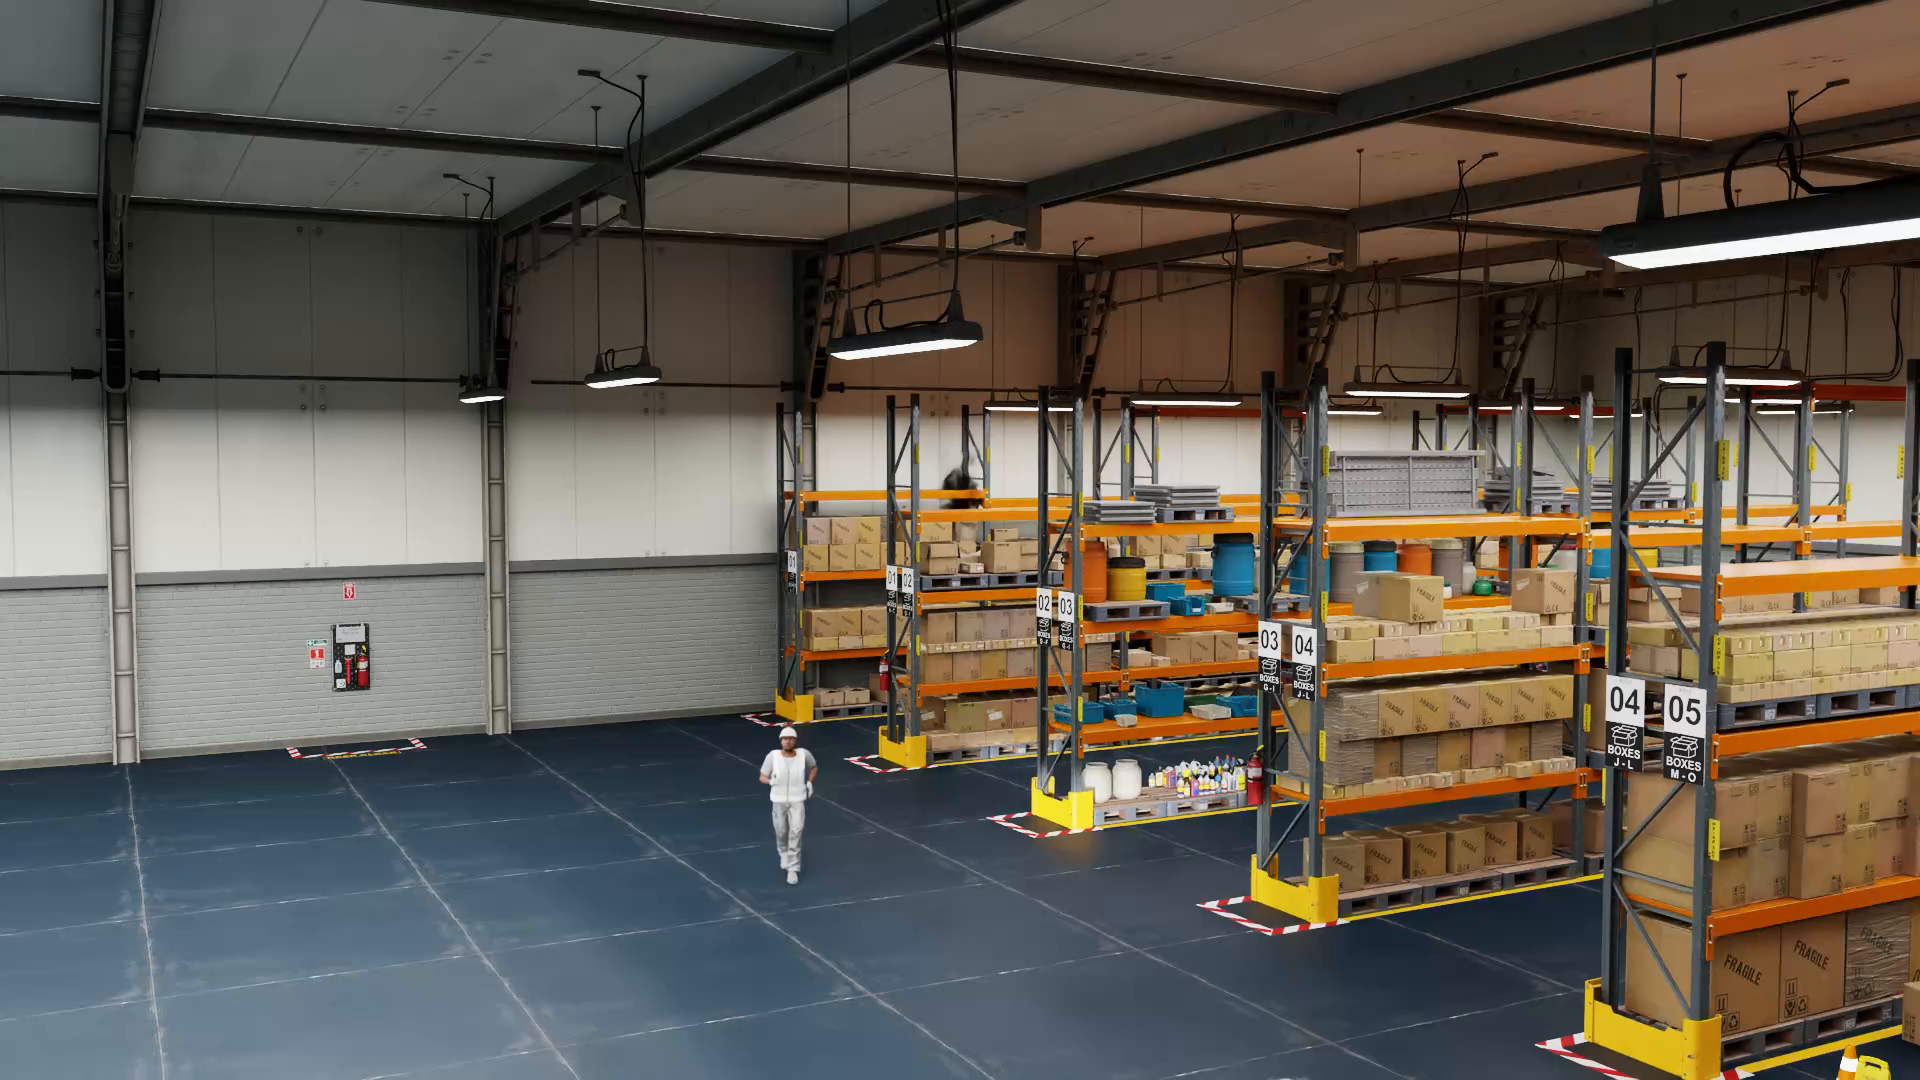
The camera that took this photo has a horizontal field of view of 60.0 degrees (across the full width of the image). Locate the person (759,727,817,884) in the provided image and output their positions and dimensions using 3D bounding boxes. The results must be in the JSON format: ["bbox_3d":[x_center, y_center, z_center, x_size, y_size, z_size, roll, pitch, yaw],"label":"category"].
[{"bbox_3d":[-2.044,3.114,19.803,0.683,1.776,0.931,0,3,-4],"label":"person"}]
